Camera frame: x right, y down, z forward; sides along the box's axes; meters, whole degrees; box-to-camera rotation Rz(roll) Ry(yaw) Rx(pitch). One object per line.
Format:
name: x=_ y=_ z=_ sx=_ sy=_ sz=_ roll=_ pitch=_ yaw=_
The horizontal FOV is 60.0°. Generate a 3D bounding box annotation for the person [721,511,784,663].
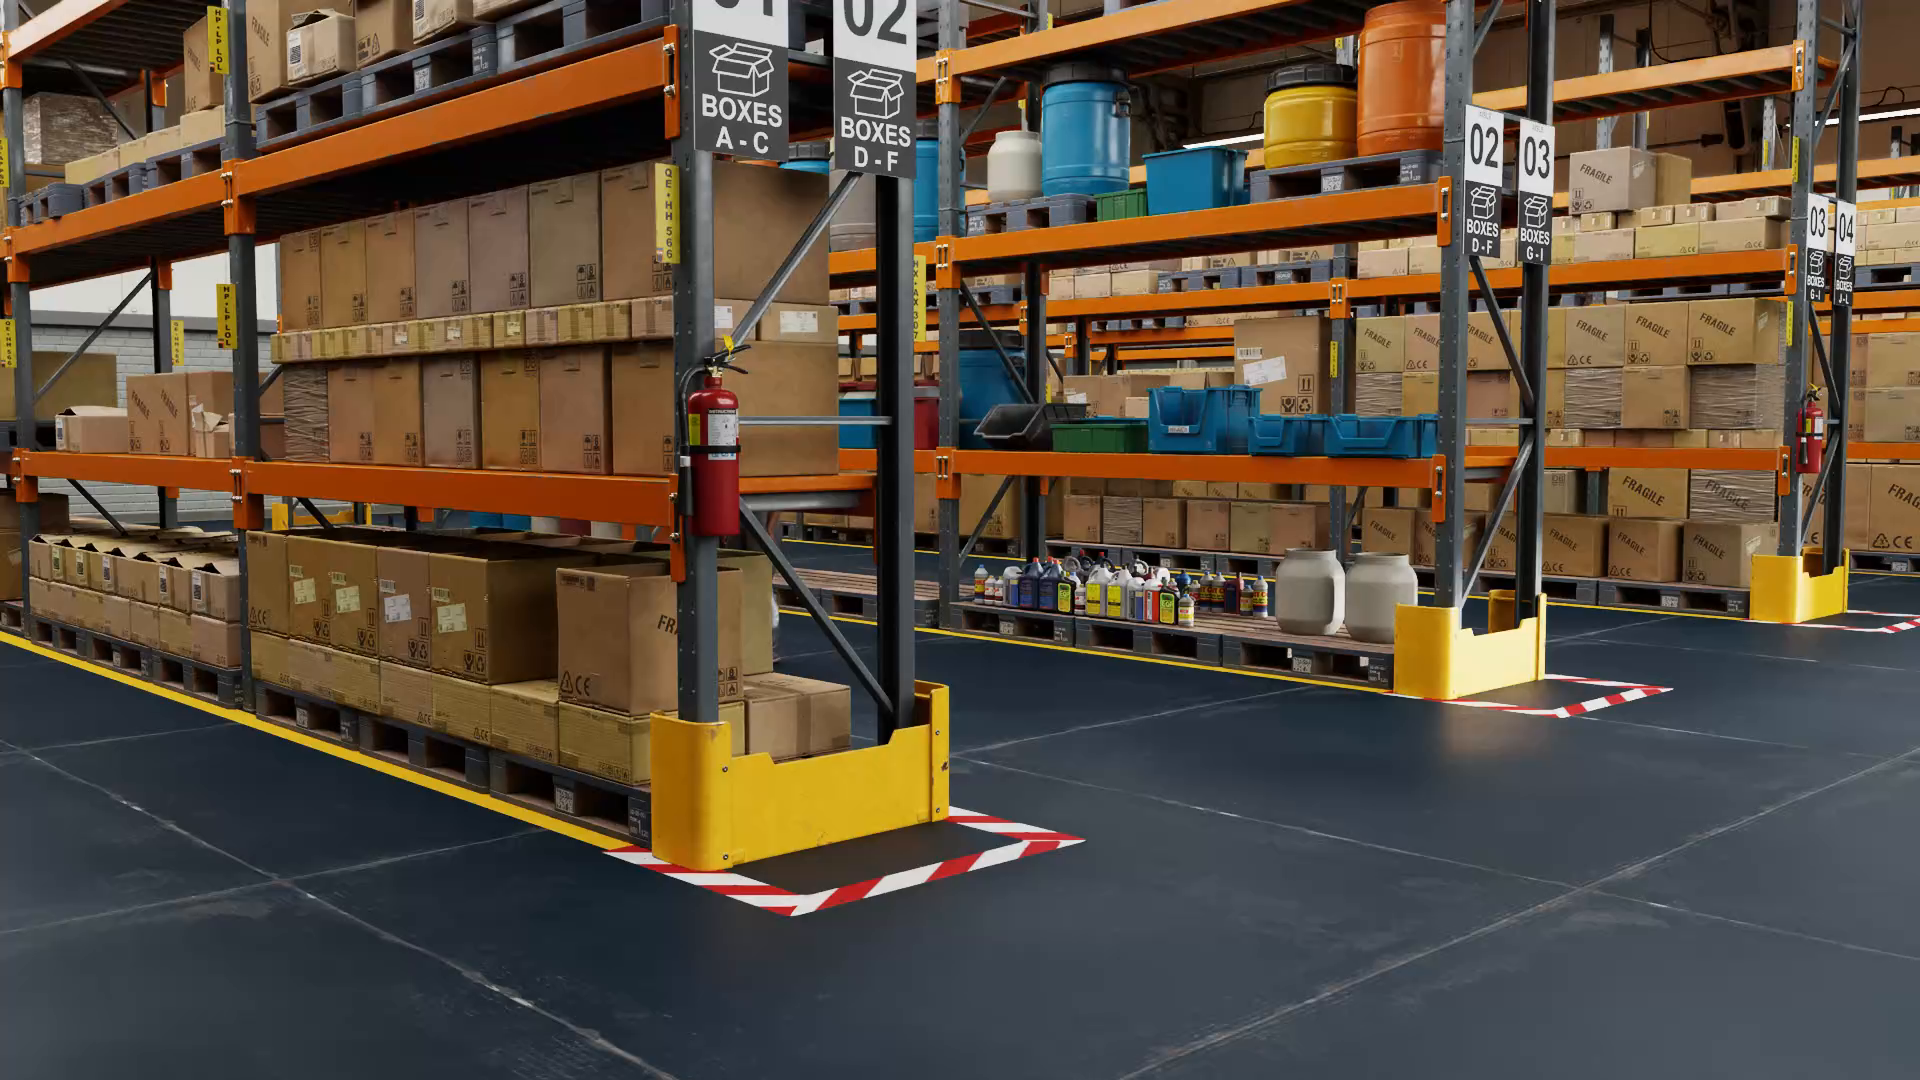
person: x=-1.304 y=-0.055 z=10.358 sx=0.348 sy=1.655 sz=0.508 roll=-4 pitch=6 yaw=-44
